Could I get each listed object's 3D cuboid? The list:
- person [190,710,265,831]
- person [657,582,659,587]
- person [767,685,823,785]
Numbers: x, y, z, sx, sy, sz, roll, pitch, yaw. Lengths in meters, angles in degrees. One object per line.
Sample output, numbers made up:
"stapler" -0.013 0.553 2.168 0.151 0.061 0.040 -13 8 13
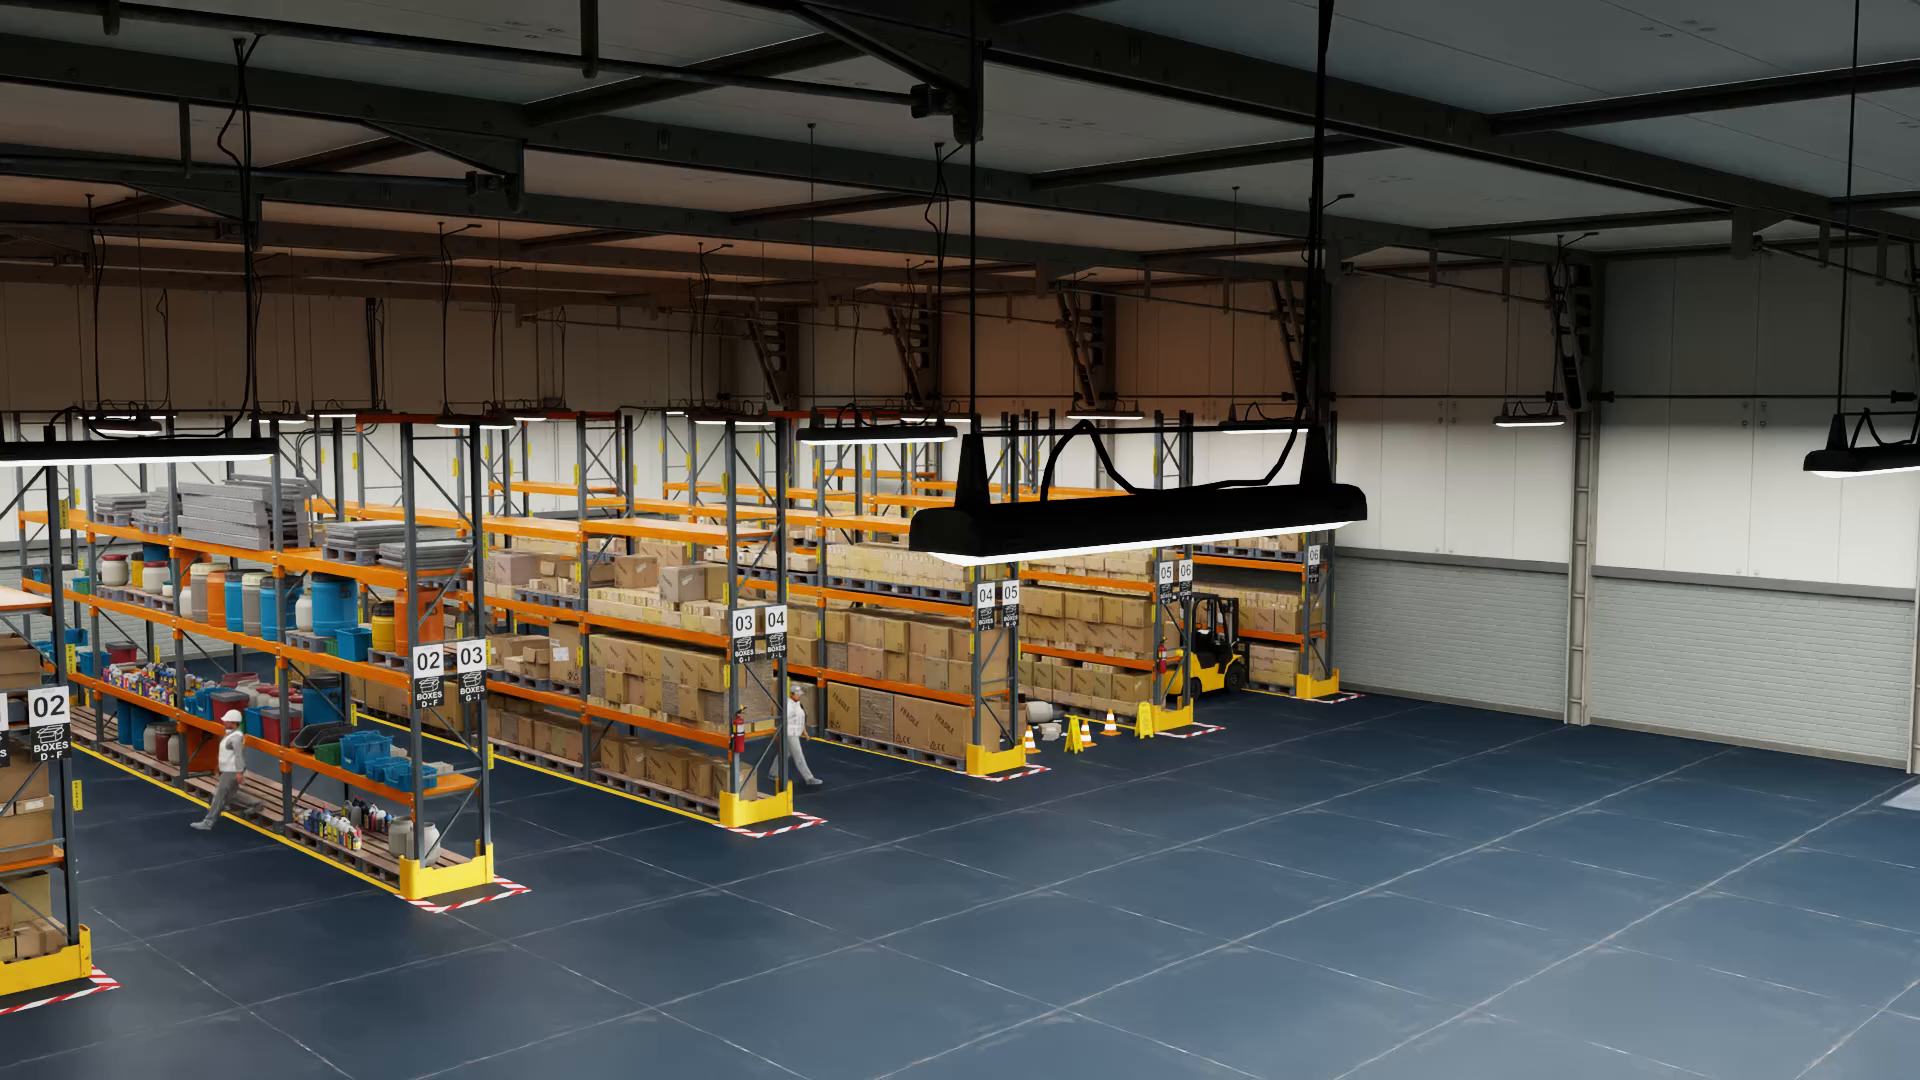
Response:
"person" -10.700 3.339 24.280 0.969 1.719 0.564 -1 5 -16
"person" -8.068 1.721 43.851 0.427 1.598 1.056 4 6 39
"person" -2.676 3.158 27.034 1.022 1.604 0.521 1 5 10
